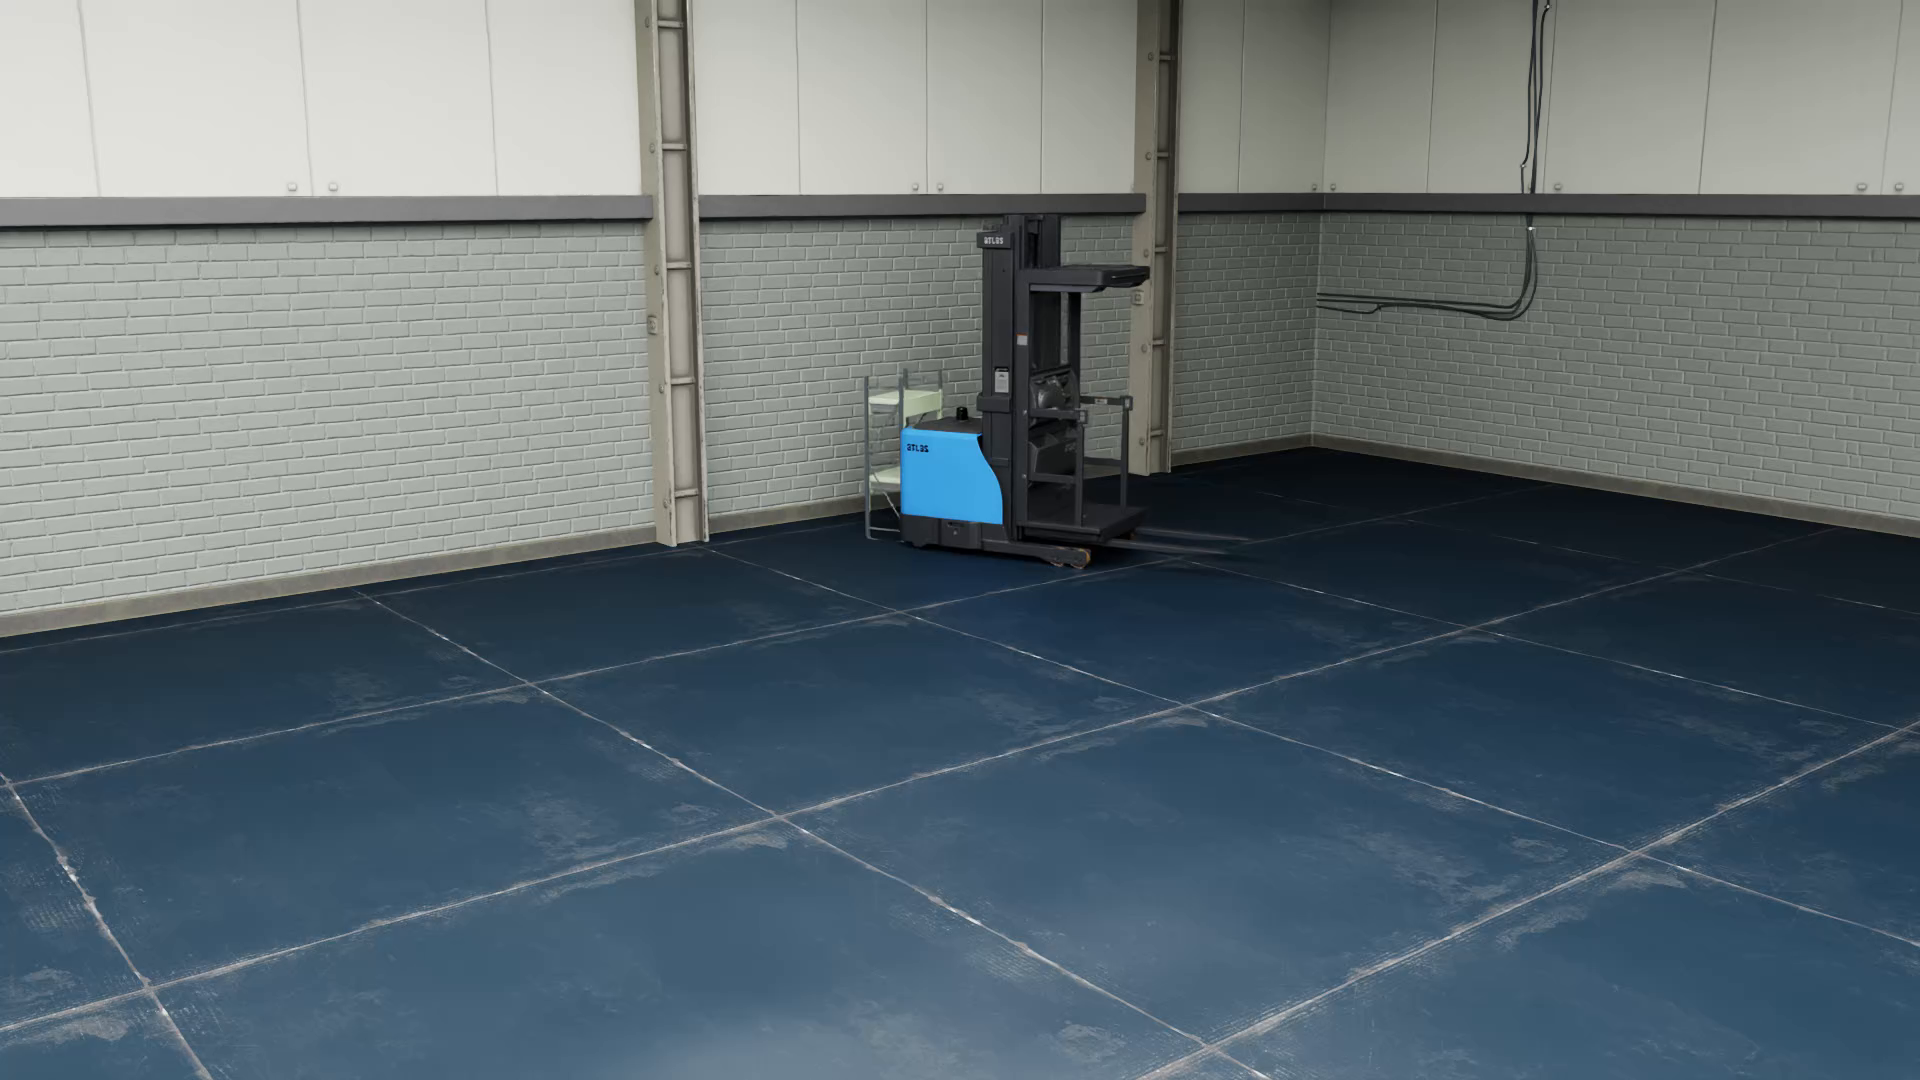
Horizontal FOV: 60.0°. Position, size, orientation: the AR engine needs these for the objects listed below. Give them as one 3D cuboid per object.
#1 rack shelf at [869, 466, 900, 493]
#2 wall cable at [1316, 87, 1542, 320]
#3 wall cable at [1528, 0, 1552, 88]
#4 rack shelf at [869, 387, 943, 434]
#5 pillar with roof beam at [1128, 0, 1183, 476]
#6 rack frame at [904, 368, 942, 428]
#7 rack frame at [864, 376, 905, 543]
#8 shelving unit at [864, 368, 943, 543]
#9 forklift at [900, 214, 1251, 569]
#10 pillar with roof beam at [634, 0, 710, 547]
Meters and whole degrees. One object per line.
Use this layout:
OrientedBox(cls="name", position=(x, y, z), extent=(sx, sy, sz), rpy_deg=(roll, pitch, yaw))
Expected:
OrientedBox(cls="rack shelf", position=(-0.517, -0.478, 15.460), extent=(0.431, 0.370, 0.720), rpy_deg=(6, 13, 27))
OrientedBox(cls="wall cable", position=(5.273, -3.820, 19.051), extent=(0.112, 2.526, 3.097), rpy_deg=(-9, 15, -38))
OrientedBox(cls="wall cable", position=(6.963, -5.852, 16.460), extent=(0.112, 2.526, 3.097), rpy_deg=(-9, 15, -38))
OrientedBox(cls="rack shelf", position=(-0.517, -1.179, 15.311), extent=(0.431, 0.370, 0.720), rpy_deg=(6, 13, 27))
OrientedBox(cls="pillar with roof beam", position=(4.836, -4.473, 14.650), extent=(0.400, 9.000, 9.100), rpy_deg=(-9, 15, -38))
OrientedBox(cls="rack frame", position=(-0.348, -0.864, 15.710), extent=(0.400, 1.500, 0.023), rpy_deg=(6, 13, 27))
OrientedBox(cls="rack frame", position=(-0.685, -0.729, 15.074), extent=(0.400, 1.500, 0.023), rpy_deg=(6, 13, 27))
OrientedBox(cls="shelving unit", position=(-0.517, -0.797, 15.392), extent=(0.431, 1.500, 0.755), rpy_deg=(6, 13, 27))
OrientedBox(cls="forklift", position=(1.004, -1.315, 14.385), extent=(3.031, 2.935, 1.130), rpy_deg=(6, 14, 27))
OrientedBox(cls="pillar with roof beam", position=(0.151, -3.694, 10.984), extent=(0.400, 9.000, 9.100), rpy_deg=(-9, 15, -38))
